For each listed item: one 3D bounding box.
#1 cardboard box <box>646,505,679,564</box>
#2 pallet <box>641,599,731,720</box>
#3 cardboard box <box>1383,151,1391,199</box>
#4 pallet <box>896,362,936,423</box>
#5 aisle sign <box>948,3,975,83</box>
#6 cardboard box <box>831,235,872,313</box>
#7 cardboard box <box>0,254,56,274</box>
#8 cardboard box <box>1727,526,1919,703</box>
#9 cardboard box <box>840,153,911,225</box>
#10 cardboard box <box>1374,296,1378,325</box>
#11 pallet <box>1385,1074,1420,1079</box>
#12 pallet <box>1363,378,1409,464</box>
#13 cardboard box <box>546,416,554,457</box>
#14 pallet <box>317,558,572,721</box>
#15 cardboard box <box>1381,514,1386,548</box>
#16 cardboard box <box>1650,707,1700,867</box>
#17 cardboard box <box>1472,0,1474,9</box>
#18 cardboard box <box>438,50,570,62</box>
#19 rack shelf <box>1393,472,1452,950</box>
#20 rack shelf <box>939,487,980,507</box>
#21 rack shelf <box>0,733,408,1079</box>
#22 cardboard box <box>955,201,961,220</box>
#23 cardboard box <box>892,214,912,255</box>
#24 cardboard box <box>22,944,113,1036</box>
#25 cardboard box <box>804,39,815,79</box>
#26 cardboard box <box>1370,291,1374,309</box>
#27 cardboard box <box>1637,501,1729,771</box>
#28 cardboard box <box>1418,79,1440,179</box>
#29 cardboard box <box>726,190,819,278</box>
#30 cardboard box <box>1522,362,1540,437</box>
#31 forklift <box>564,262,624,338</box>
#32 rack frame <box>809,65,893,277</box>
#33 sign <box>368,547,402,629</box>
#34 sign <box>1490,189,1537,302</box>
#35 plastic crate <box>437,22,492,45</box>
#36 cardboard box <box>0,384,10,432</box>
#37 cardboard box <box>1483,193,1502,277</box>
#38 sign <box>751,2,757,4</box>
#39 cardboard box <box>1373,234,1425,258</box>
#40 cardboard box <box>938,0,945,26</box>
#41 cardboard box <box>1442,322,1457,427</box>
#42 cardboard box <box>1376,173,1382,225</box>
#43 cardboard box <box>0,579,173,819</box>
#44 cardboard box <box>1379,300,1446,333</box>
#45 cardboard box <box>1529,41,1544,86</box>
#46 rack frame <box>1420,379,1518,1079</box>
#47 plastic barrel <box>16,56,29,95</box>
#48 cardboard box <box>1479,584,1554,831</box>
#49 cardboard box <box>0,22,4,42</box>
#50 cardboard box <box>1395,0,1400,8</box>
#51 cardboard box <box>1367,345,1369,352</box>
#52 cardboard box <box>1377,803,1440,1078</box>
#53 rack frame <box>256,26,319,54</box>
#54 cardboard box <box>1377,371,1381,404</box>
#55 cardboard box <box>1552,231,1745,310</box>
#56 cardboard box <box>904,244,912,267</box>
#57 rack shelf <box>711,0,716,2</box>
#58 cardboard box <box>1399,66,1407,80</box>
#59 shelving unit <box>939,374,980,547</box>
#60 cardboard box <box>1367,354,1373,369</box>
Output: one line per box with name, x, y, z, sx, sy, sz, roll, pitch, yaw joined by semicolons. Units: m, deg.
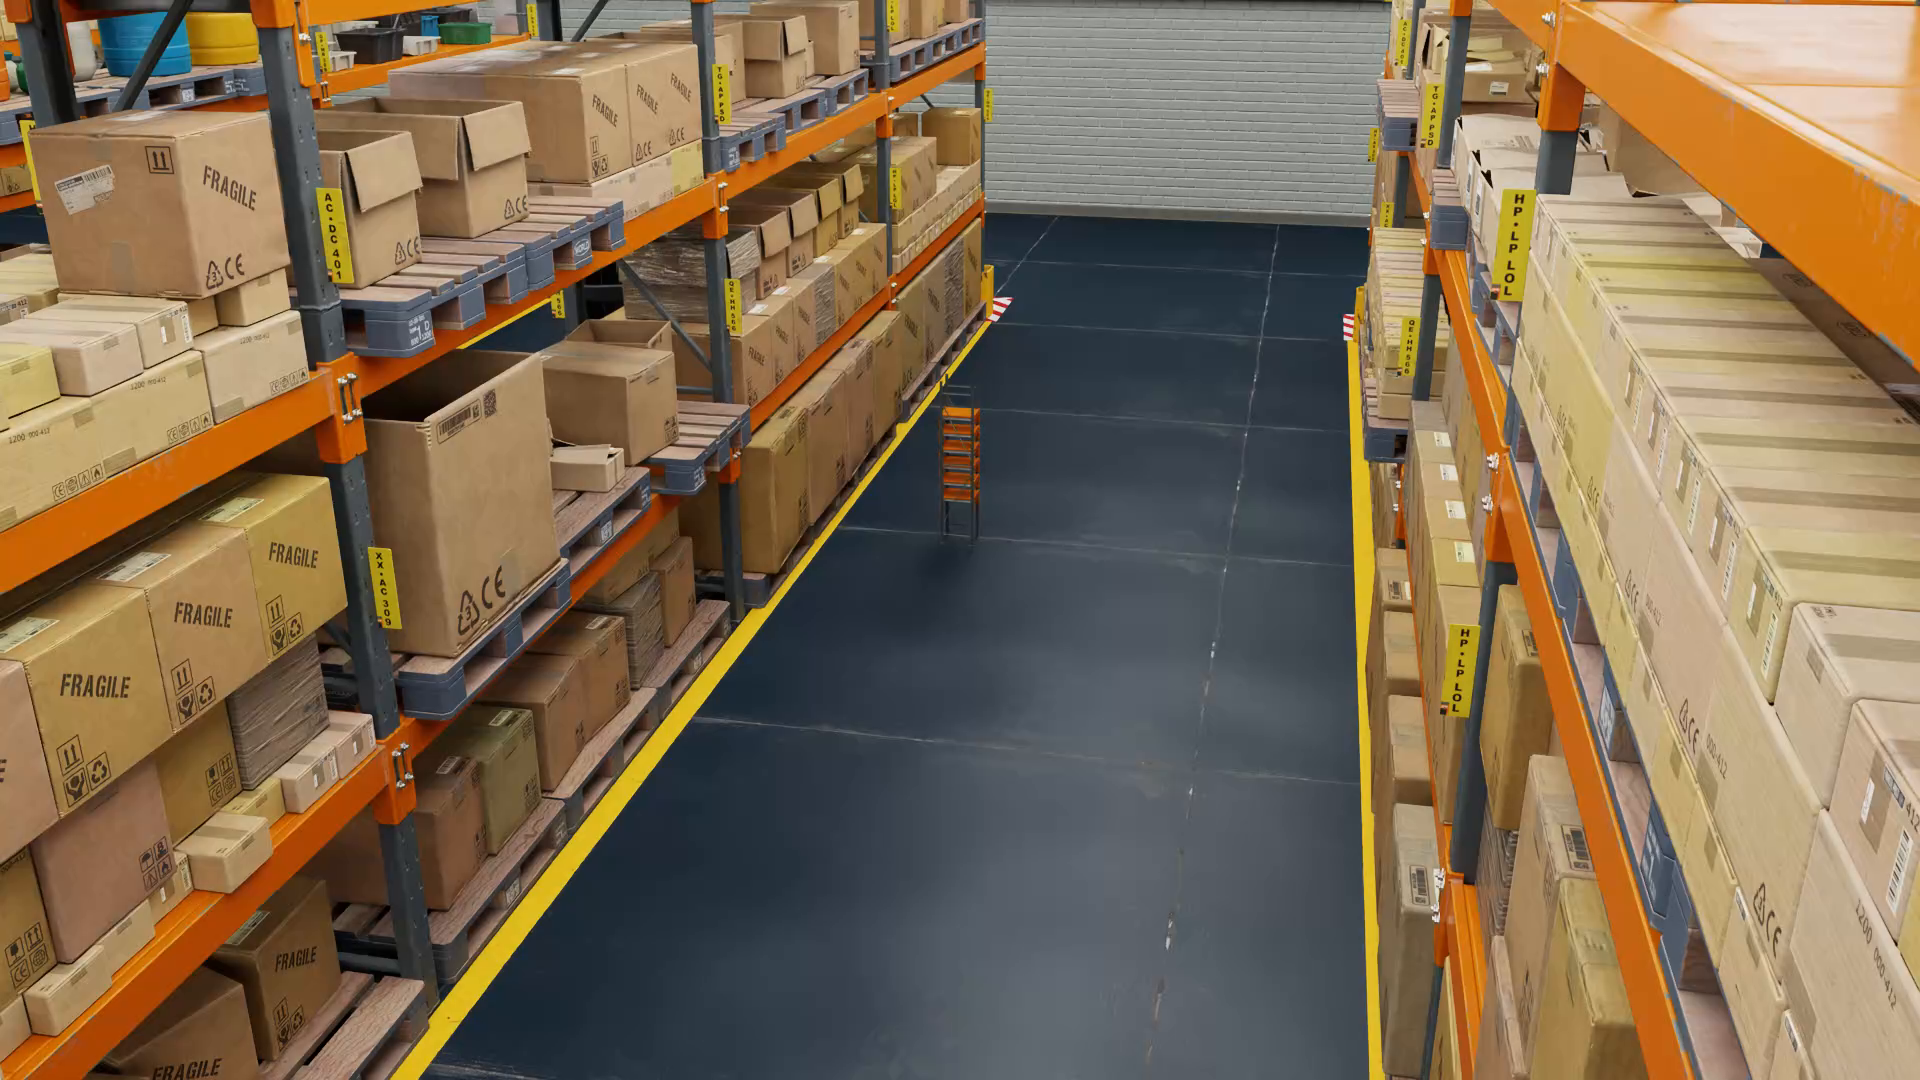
cardboard box;-1.982;-0.063;9.749;0.500;0.250;0.500;5;23;13
pallet;-2.036;0.661;9.930;1.003;0.211;1.213;4;22;11
cardboard box;3.708;-2.996;13.408;0.500;0.500;0.500;4;22;9
pallet;-0.827;-1.360;14.948;1.003;0.211;1.213;4;22;11
aisle sign;0.066;-5.053;16.906;0.394;0.787;0.004;4;22;11
cardboard box;-0.994;-2.055;12.808;0.500;0.500;0.500;5;23;13
cardboard box;-3.059;-0.867;5.643;0.380;0.149;0.250;4;22;9
cardboard box;1.220;0.108;2.129;0.380;0.149;0.250;5;22;12
cardboard box;-0.710;-2.953;13.970;0.500;0.500;0.500;4;22;11
cardboard box;2.929;-1.501;10.942;0.380;0.149;0.250;4;22;10
pallet;2.228;1.965;6.692;1.003;0.211;1.213;4;22;11
pallet;3.001;-0.683;9.791;1.213;0.211;1.003;4;22;11
cardboard box;-2.428;-0.339;7.980;0.797;0.503;0.637;7;23;16
pallet;-2.392;0.365;7.189;1.003;0.211;1.213;4;22;11
cardboard box;2.948;0.011;10.594;0.500;0.500;0.500;5;23;13
cardboard box;1.272;0.387;2.503;0.380;0.149;0.250;4;22;10
cardboard box;4.477;-4.463;13.902;0.380;0.149;0.250;4;22;9
cardboard box;-2.329;-2.251;8.608;0.500;0.500;0.500;5;22;11
rack shelf;2.552;0.562;7.406;1.077;0.370;4.000;4;22;11
rack shelf;-0.003;-0.287;11.723;0.258;0.103;0.180;4;22;11
rack shelf;-3.099;1.610;4.805;1.077;0.370;4.000;4;22;11
cardboard box;-0.199;-3.199;16.117;0.380;0.149;0.250;4;22;10
cardboard box;-0.706;-2.601;14.100;0.500;0.250;0.500;4;22;10
cardboard box;-2.767;1.310;4.923;0.380;0.149;0.250;4;22;11
cardboard box;-1.370;-3.532;12.150;0.500;0.311;0.500;4;22;9
cardboard box;3.088;-1.651;11.711;0.380;0.149;0.250;5;22;11
cardboard box;1.360;0.155;2.545;0.500;0.250;0.500;4;22;11
cardboard box;2.917;-2.353;9.532;0.500;0.500;0.500;4;22;11
cardboard box;-1.444;-2.180;11.775;0.797;0.503;0.637;5;23;13
cardboard box;1.686;-0.354;4.343;0.380;0.149;0.250;5;22;11
forklift;-2.716;-2.363;13.798;1.130;2.935;3.031;-3;22;-7
rack frame;-1.058;-2.381;13.751;1.000;3.000;0.127;4;22;11
sign;-2.158;0.182;6.229;0.100;0.325;0.005;4;22;11
sign;1.611;-0.855;4.834;0.100;0.325;0.005;4;22;11
plastic crate;-5.013;-5.132;16.850;0.450;0.188;0.336;4;22;11
cardboard box;-2.738;-0.339;4.332;0.380;0.149;0.250;6;23;13
cardboard box;2.181;-1.072;5.989;0.500;0.250;0.500;4;22;10
sign;-1.602;-4.091;13.183;0.100;0.325;0.005;4;22;11
cardboard box;3.195;-2.109;12.053;0.380;0.149;0.250;5;22;12
cardboard box;-0.529;-5.132;15.737;0.700;0.500;0.500;4;22;9
cardboard box;2.859;-0.850;8.477;0.700;0.500;0.500;4;22;11
cardboard box;4.034;-3.094;14.990;0.500;0.500;0.500;5;22;12
cardboard box;-2.717;0.448;4.856;0.500;0.500;0.500;4;22;11
cardboard box;2.769;-1.357;10.186;0.380;0.149;0.250;5;22;13
cardboard box;3.431;-2.708;9.388;0.396;0.266;0.258;4;22;11
rack frame;2.144;0.960;5.456;1.000;3.000;0.127;4;22;11
plastic barrel;-6.282;-3.180;11.365;0.294;0.245;0.294;0;22;0
cardboard box;2.035;0.521;4.897;0.875;0.550;0.550;4;22;11
cardboard box;-10.106;-5.167;16.853;0.500;0.250;0.500;4;22;11
cardboard box;4.057;-4.792;14.720;0.380;0.149;0.250;5;22;12
cardboard box;3.789;-1.747;14.634;0.380;0.149;0.250;4;22;9
cardboard box;2.183;1.574;6.378;1.050;0.750;0.750;4;22;11
rack frame;-5.907;-5.542;13.568;1.000;3.000;0.127;4;22;11
cardboard box;2.663;-0.888;9.817;0.380;0.149;0.250;4;22;11
cardboard box;1.634;-0.633;3.968;0.380;0.149;0.250;4;22;10
cardboard box;-0.619;-2.444;14.242;0.380;0.149;0.250;4;22;9
rack shelf;-1.467;-3.913;11.023;1.077;0.370;4.000;4;22;11
cardboard box;3.612;-3.488;12.685;0.500;0.250;0.500;5;22;12
shelving unit;-0.003;-0.551;11.616;0.258;1.200;0.189;4;22;11
cardboard box;3.870;-1.567;14.984;0.380;0.149;0.250;4;22;11
